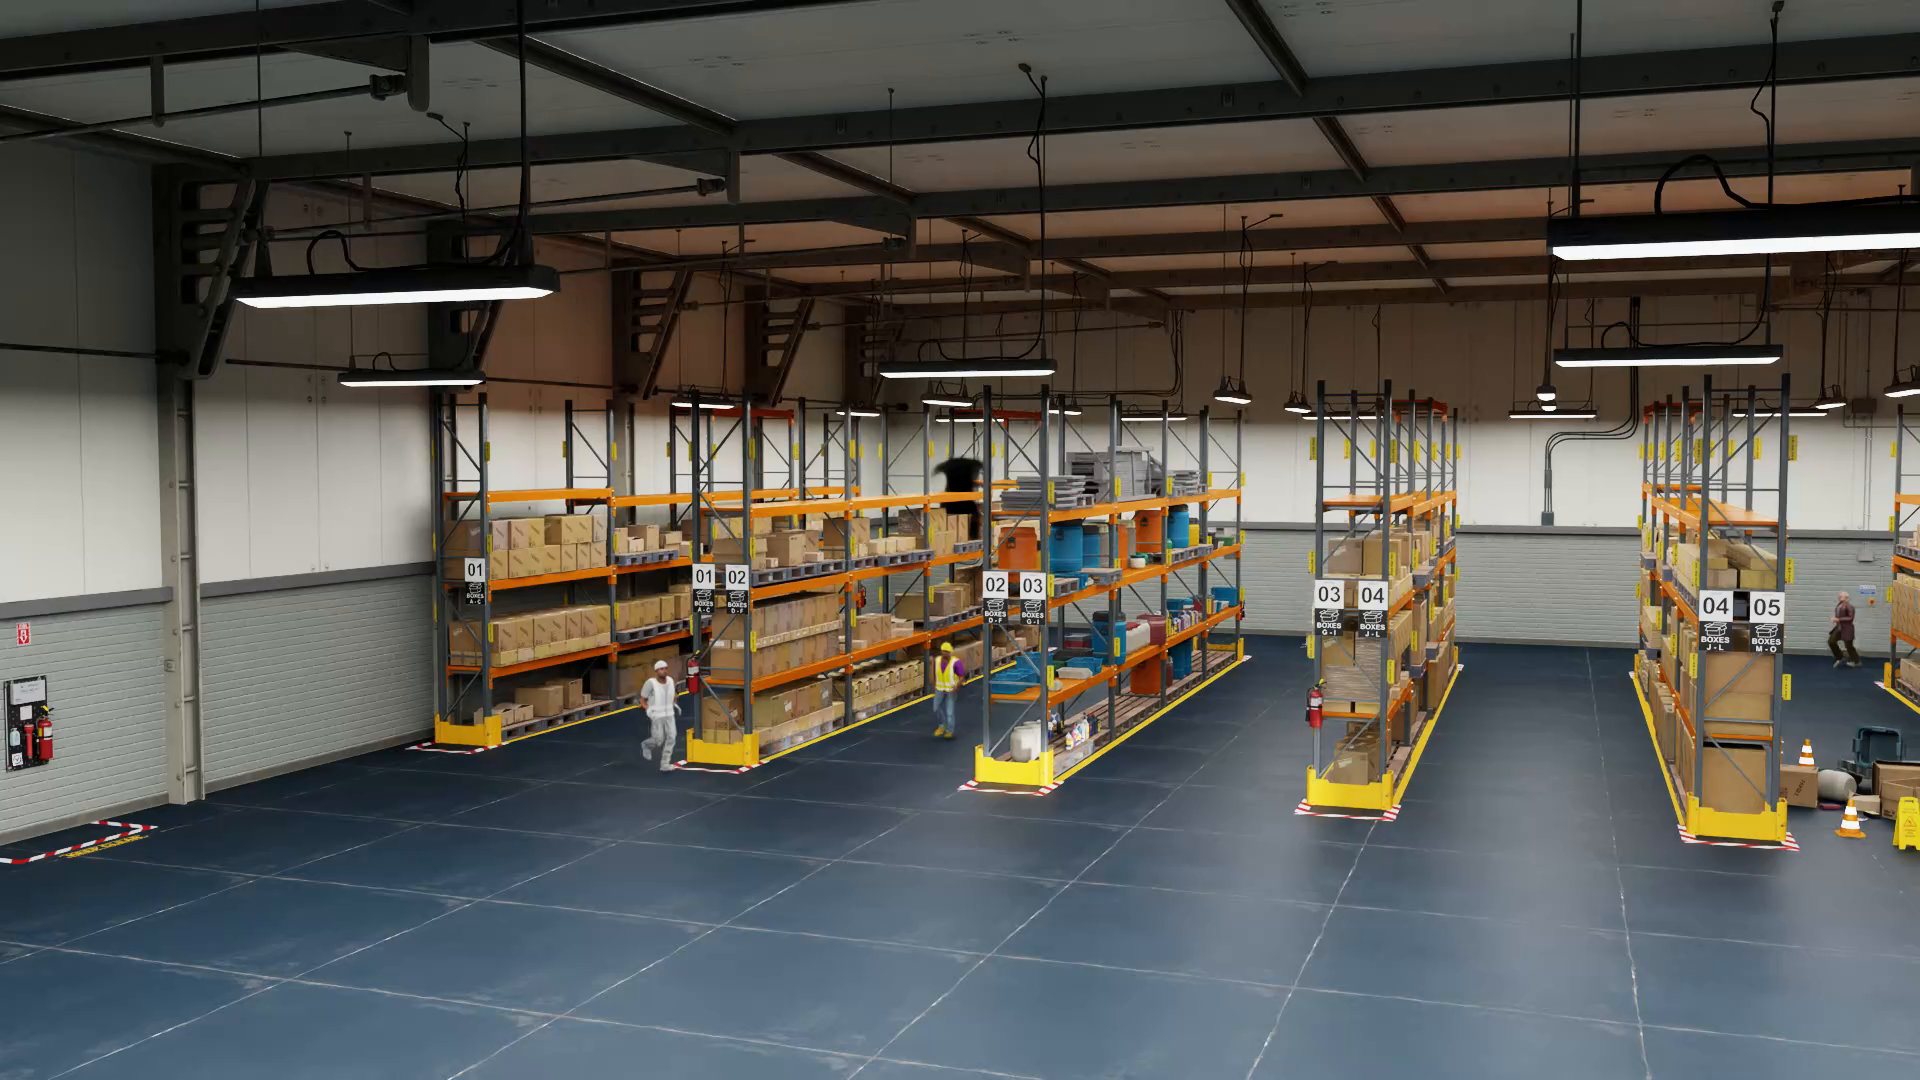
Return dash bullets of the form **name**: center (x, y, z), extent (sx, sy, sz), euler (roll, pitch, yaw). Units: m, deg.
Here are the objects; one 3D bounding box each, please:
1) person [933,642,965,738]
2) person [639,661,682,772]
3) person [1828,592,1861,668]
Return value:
- **person**: center (-0.236, 2.600, 28.728), extent (0.696, 1.703, 0.802), euler (1, 3, 17)
- **person**: center (-4.714, 2.753, 26.084), extent (0.691, 1.742, 0.753), euler (-3, 4, -41)
- **person**: center (20.429, 2.088, 38.403), extent (0.869, 1.790, 0.614), euler (-1, 3, -10)
